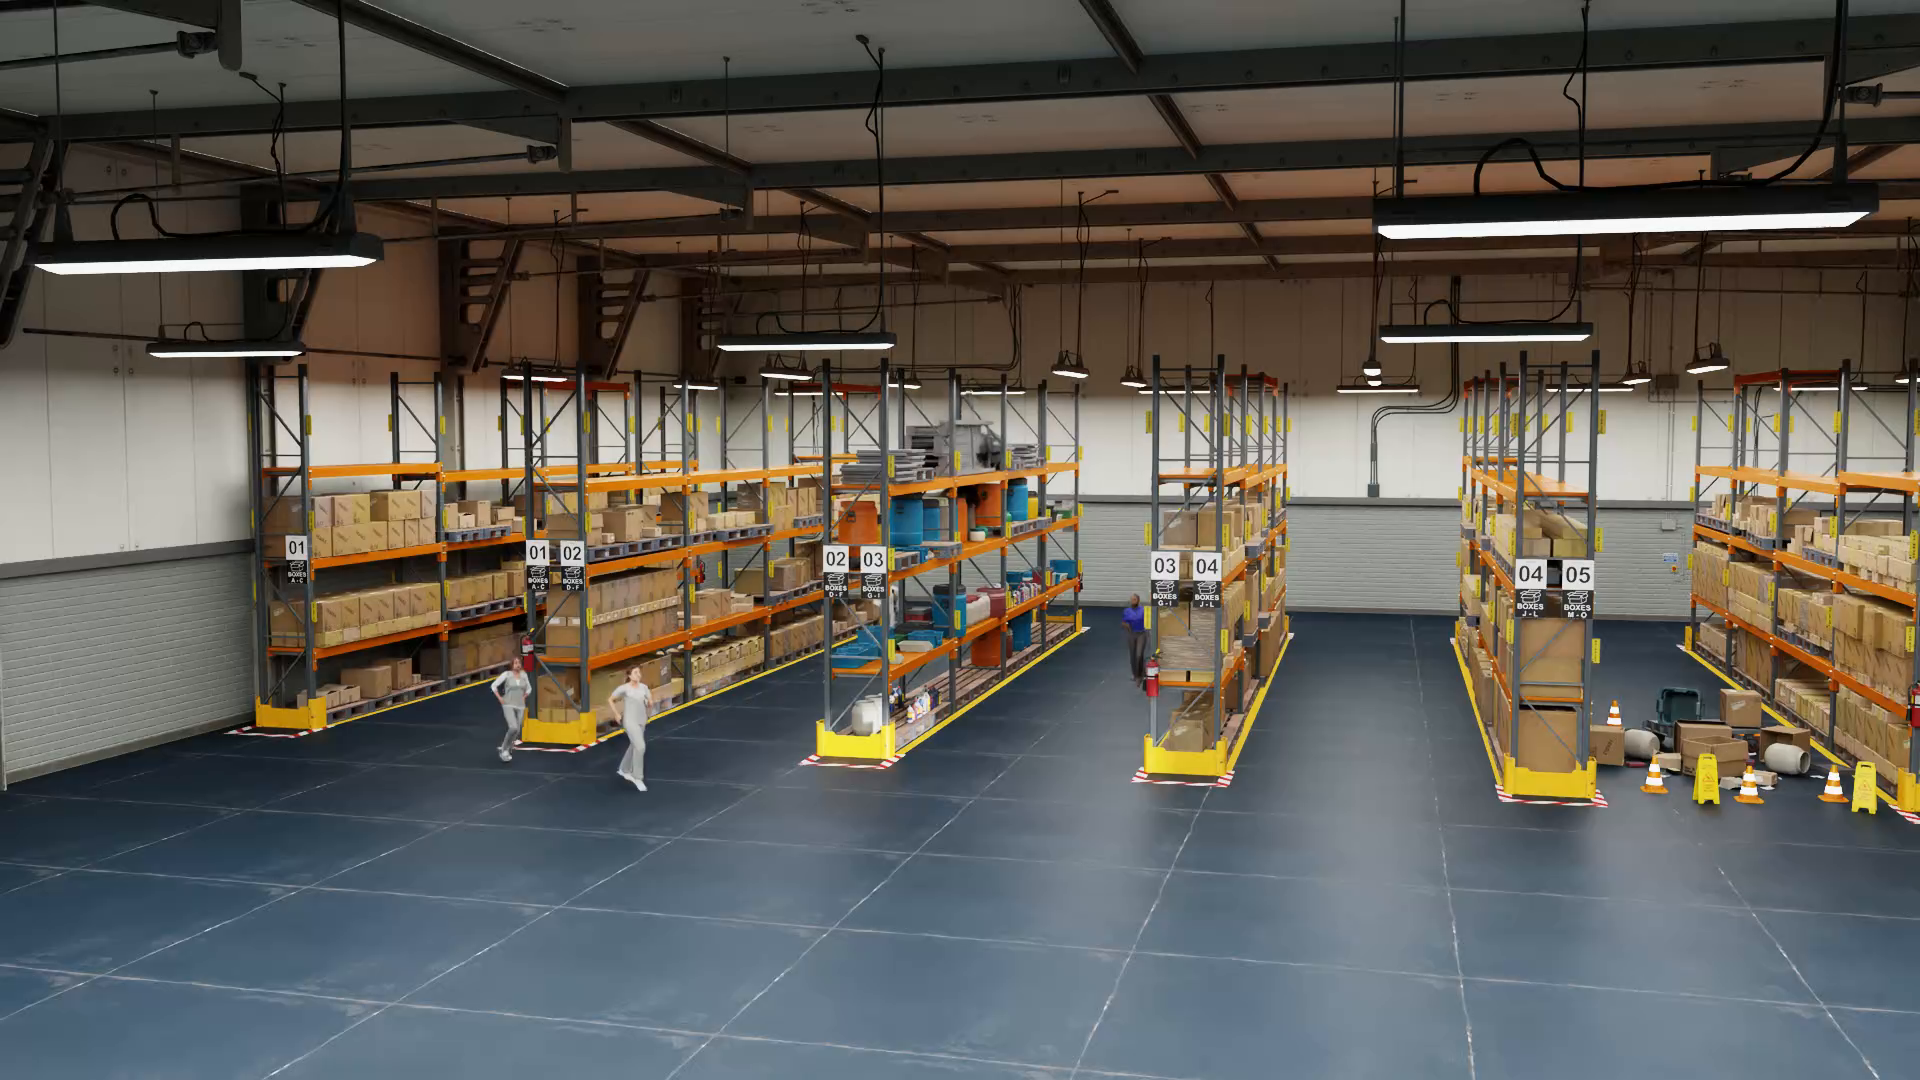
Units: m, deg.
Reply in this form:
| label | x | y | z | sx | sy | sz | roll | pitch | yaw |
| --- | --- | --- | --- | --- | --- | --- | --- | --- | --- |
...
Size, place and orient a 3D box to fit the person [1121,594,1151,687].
| label | x | y | z | sx | sy | sz | roll | pitch | yaw |
| --- | --- | --- | --- | --- | --- | --- | --- | --- | --- |
| person | 3.232 | 1.822 | 30.252 | 0.583 | 1.699 | 0.817 | 1 | 4 | 19 |

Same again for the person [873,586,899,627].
| label | x | y | z | sx | sy | sz | roll | pitch | yaw |
| --- | --- | --- | --- | --- | --- | --- | --- | --- | --- |
| person | -1.533 | 1.523 | 35.141 | 0.617 | 1.665 | 0.842 | 0 | 4 | 1 |

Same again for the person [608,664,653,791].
| label | x | y | z | sx | sy | sz | roll | pitch | yaw |
| --- | --- | --- | --- | --- | --- | --- | --- | --- | --- |
| person | -4.519 | 2.579 | 23.009 | 0.764 | 1.728 | 0.536 | 3 | 5 | 37 |

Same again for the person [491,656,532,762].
| label | x | y | z | sx | sy | sz | roll | pitch | yaw |
| --- | --- | --- | --- | --- | --- | --- | --- | --- | --- |
| person | -6.623 | 2.508 | 24.712 | 0.567 | 1.563 | 0.549 | -3 | 5 | -39 |
